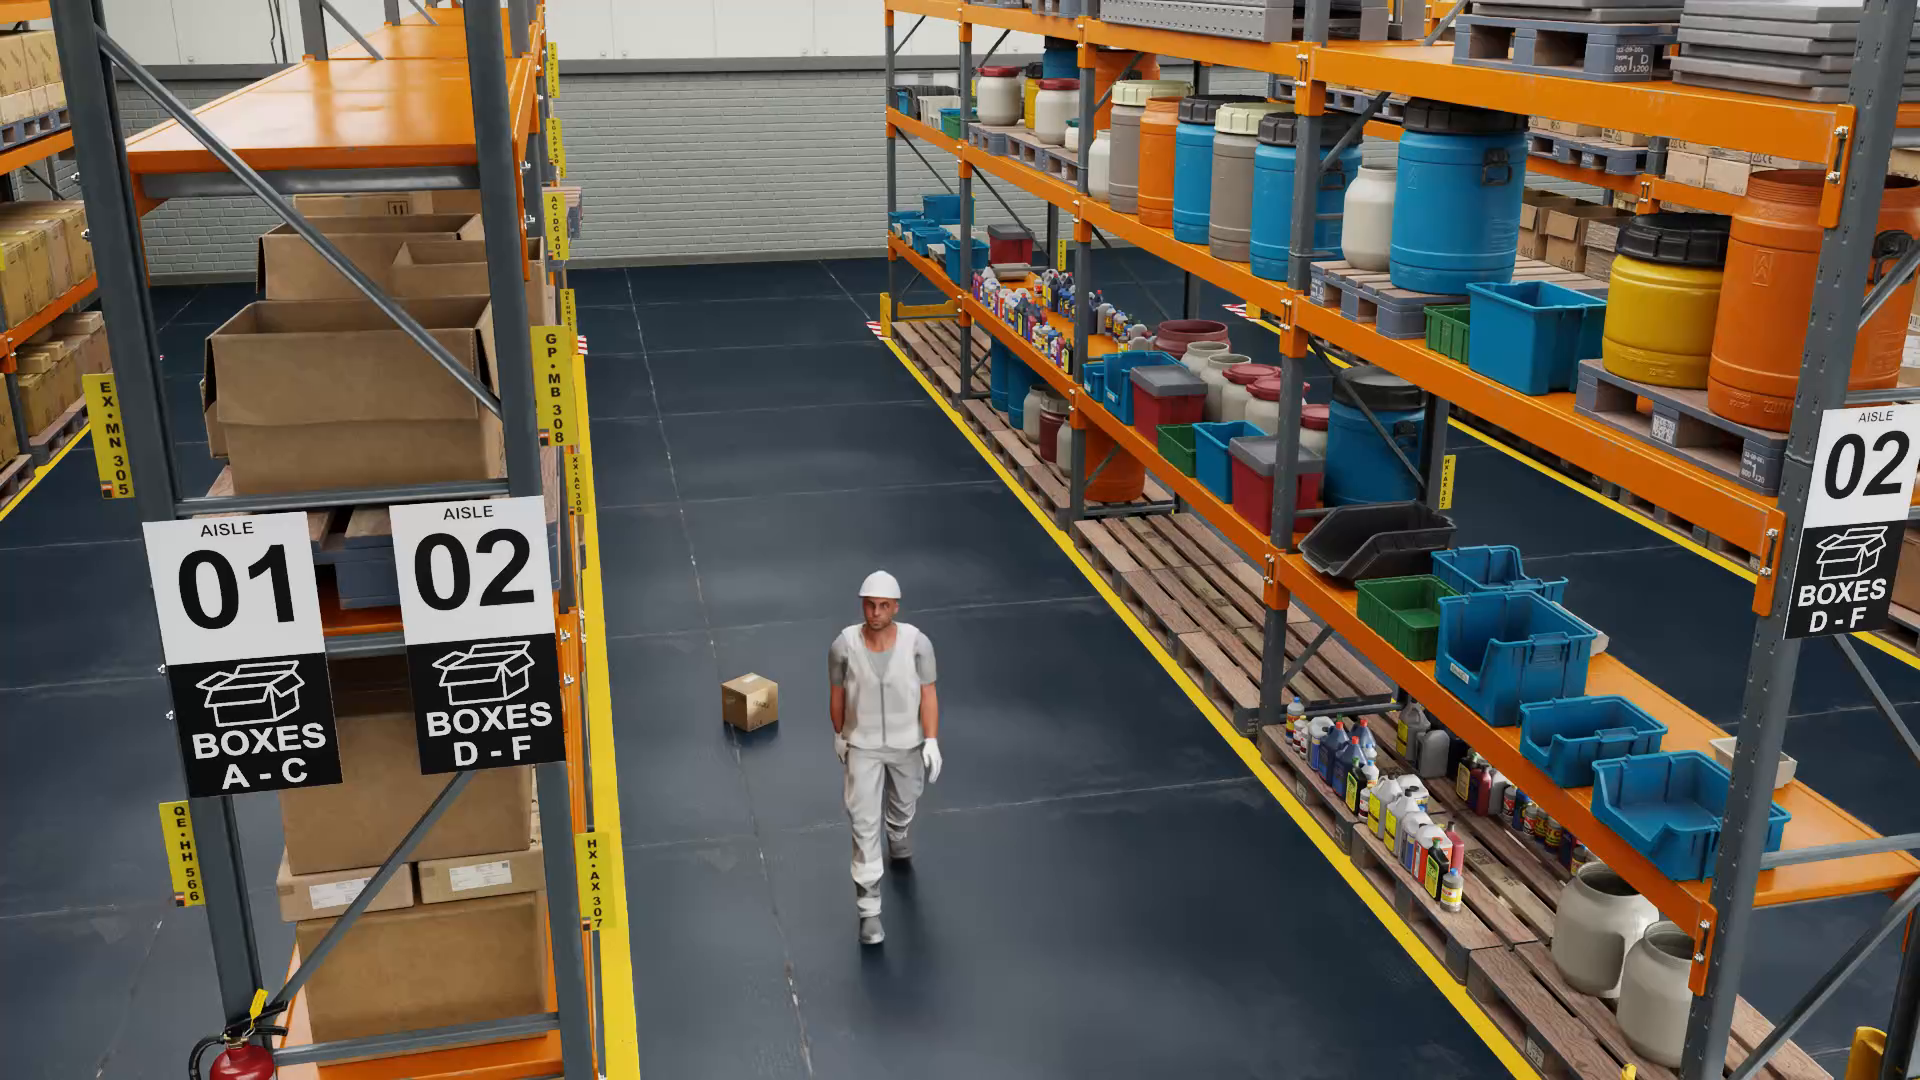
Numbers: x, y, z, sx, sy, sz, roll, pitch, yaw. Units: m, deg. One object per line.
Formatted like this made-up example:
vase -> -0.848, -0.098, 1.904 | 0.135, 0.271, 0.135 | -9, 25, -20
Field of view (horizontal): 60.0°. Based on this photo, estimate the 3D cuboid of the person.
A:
person -> -0.370, 1.004, 8.191 | 0.533, 1.751, 1.020 | -2, 20, -6
